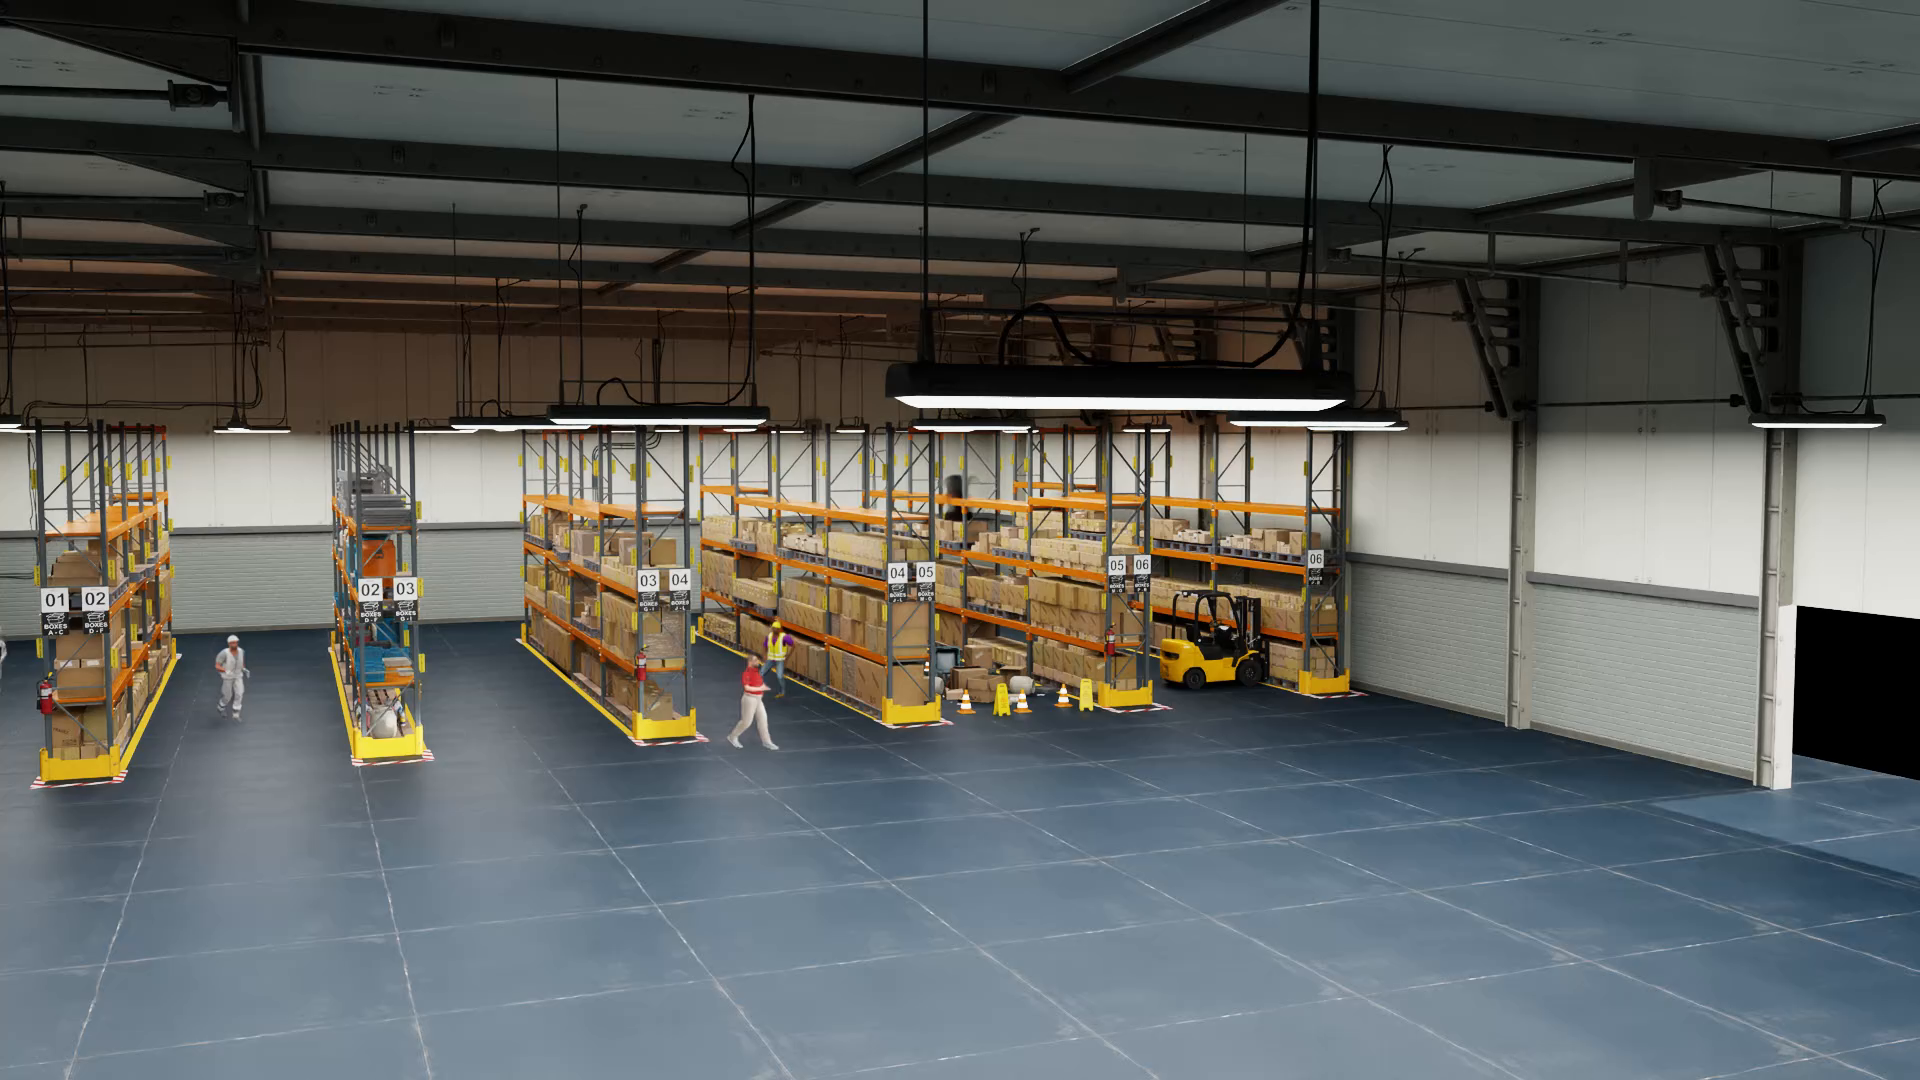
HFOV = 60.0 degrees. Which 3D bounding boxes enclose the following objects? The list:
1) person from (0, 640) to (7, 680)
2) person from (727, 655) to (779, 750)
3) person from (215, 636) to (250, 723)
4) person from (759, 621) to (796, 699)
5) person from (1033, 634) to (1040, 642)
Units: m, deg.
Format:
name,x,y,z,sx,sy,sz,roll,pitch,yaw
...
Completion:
name,x,y,z,sx,sy,sz,roll,pitch,yaw
person,-21.119,2.723,36.209,0.640,1.491,0.745,-3,5,-40
person,-3.774,2.945,30.202,0.956,1.731,0.649,1,4,17
person,-14.644,2.769,33.358,0.889,1.746,0.668,3,5,44
person,-4.106,2.615,36.397,1.002,1.690,0.457,1,4,14
person,2.064,2.124,43.209,0.687,1.790,0.988,-1,4,-20
